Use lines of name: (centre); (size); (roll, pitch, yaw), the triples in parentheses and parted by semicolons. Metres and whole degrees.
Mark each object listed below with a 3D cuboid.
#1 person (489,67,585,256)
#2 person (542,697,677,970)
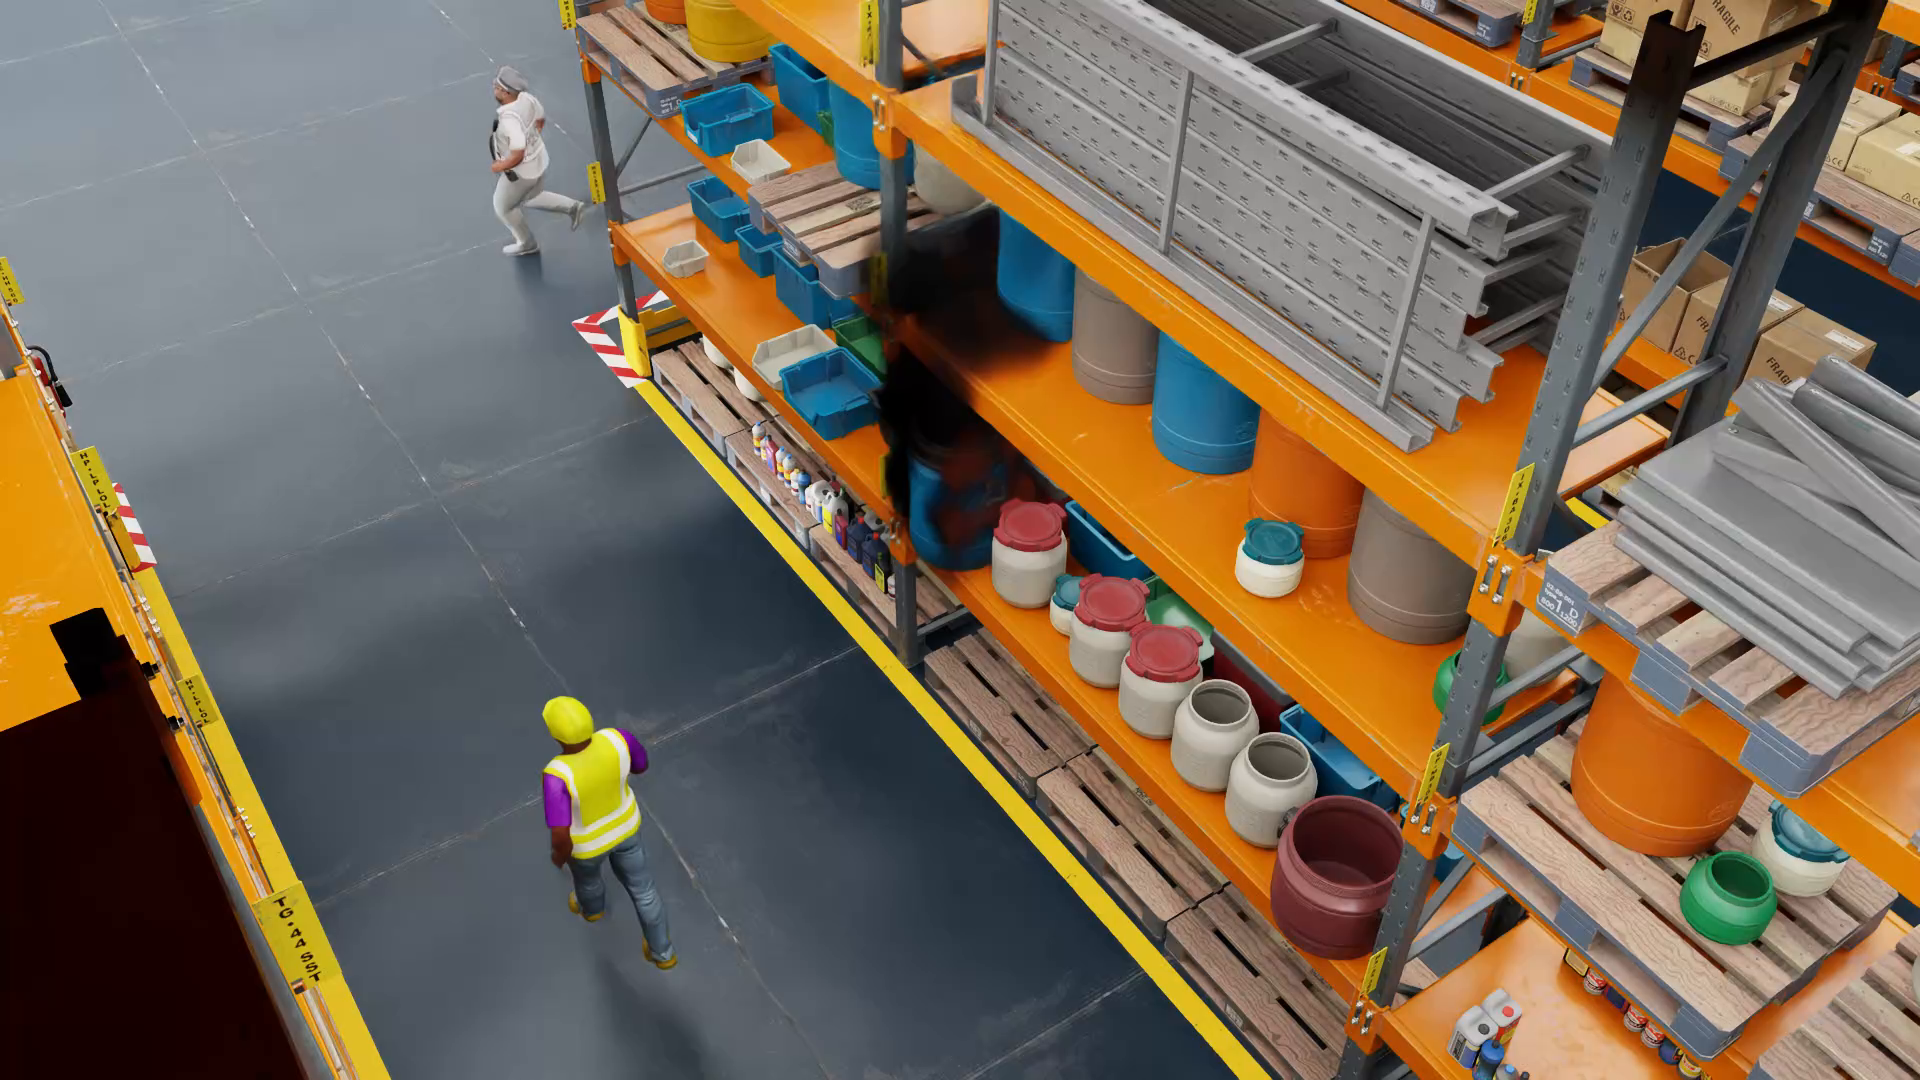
person: (-3.610, -3.126, 13.902); (0.759, 1.753, 0.668); (8, 43, 9)
person: (-1.801, 1.479, 8.409); (0.640, 1.812, 0.837); (-26, 49, -25)
